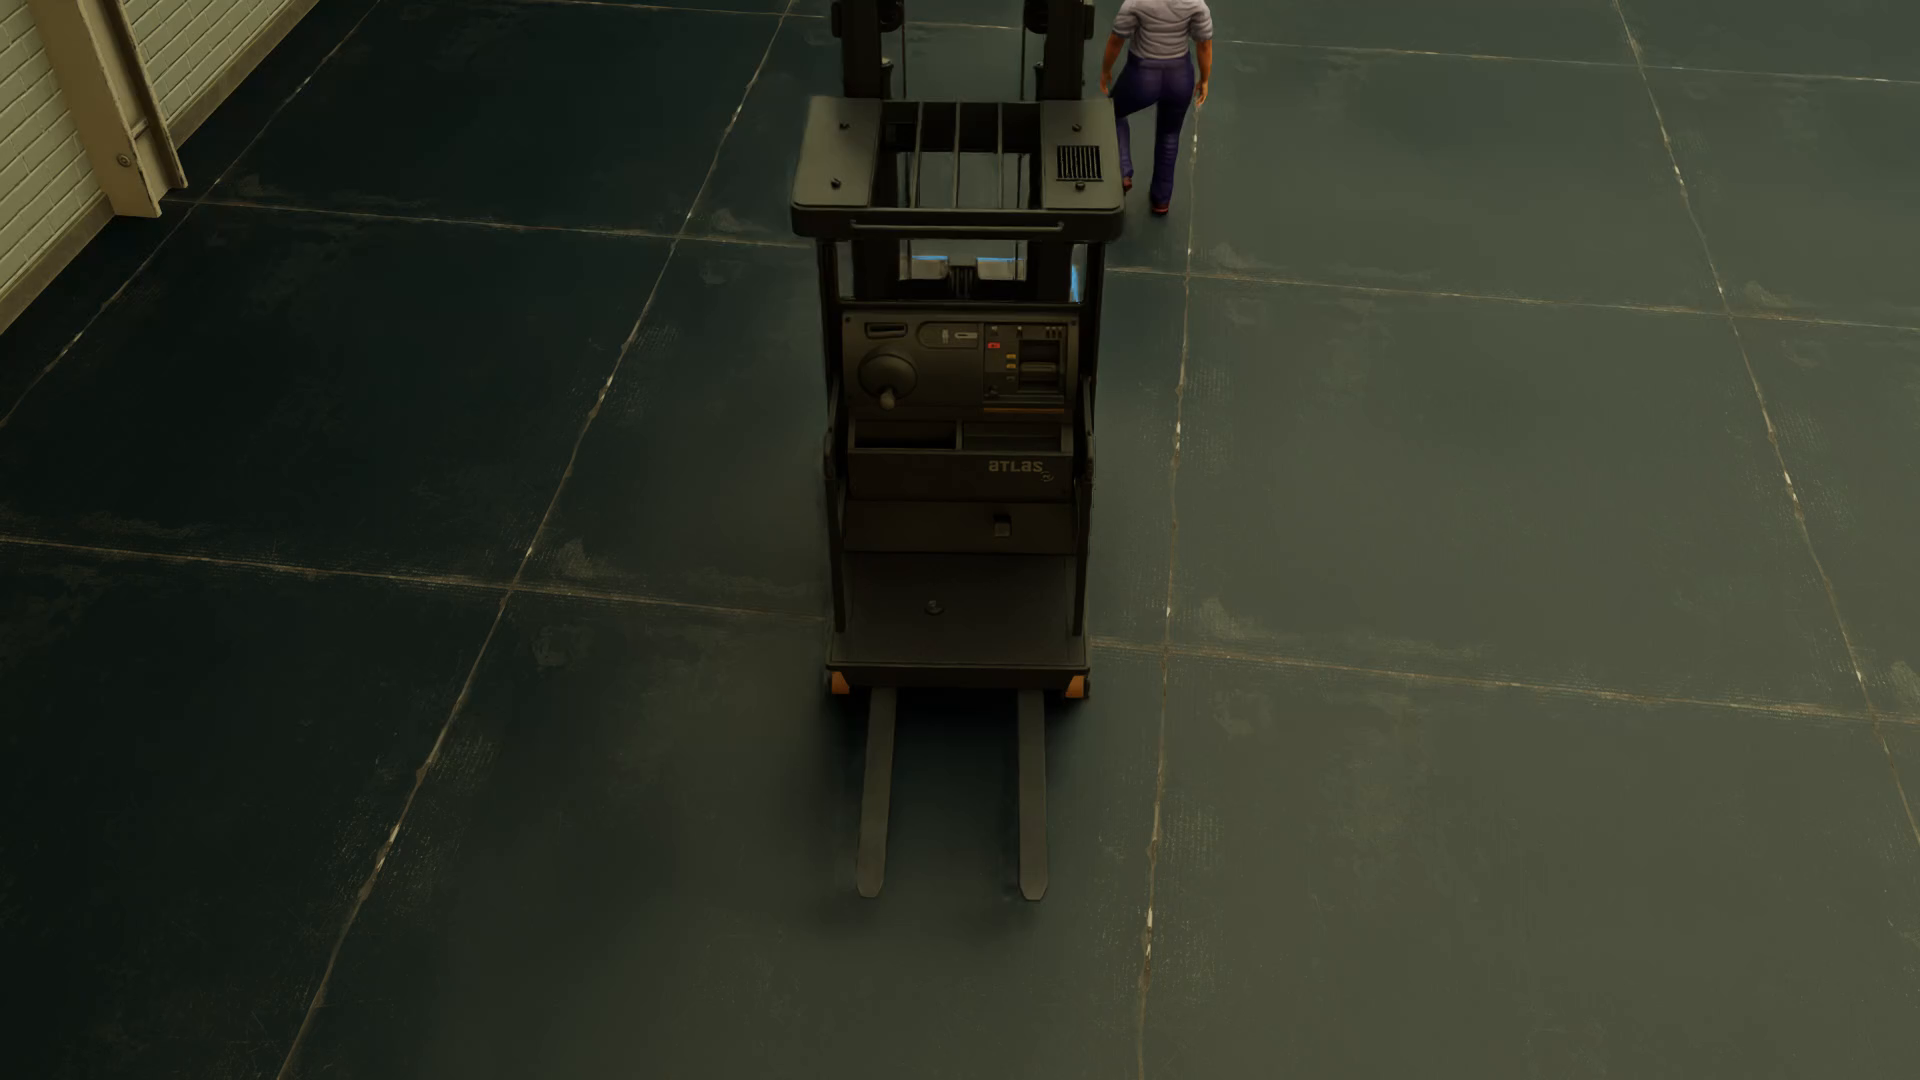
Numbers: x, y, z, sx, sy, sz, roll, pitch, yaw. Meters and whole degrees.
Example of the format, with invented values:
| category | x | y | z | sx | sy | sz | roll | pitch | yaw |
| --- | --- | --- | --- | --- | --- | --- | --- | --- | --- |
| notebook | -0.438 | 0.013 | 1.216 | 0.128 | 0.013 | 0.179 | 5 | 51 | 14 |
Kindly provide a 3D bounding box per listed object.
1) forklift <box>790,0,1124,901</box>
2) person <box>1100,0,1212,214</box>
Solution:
| category | x | y | z | sx | sy | sz | roll | pitch | yaw |
| --- | --- | --- | --- | --- | --- | --- | --- | --- | --- |
| forklift | -0.001 | -0.618 | 6.397 | 1.130 | 2.935 | 3.031 | 1 | 43 | 1 |
| person | 1.113 | -2.682 | 9.609 | 0.613 | 1.631 | 0.457 | -3 | 43 | -4 |
